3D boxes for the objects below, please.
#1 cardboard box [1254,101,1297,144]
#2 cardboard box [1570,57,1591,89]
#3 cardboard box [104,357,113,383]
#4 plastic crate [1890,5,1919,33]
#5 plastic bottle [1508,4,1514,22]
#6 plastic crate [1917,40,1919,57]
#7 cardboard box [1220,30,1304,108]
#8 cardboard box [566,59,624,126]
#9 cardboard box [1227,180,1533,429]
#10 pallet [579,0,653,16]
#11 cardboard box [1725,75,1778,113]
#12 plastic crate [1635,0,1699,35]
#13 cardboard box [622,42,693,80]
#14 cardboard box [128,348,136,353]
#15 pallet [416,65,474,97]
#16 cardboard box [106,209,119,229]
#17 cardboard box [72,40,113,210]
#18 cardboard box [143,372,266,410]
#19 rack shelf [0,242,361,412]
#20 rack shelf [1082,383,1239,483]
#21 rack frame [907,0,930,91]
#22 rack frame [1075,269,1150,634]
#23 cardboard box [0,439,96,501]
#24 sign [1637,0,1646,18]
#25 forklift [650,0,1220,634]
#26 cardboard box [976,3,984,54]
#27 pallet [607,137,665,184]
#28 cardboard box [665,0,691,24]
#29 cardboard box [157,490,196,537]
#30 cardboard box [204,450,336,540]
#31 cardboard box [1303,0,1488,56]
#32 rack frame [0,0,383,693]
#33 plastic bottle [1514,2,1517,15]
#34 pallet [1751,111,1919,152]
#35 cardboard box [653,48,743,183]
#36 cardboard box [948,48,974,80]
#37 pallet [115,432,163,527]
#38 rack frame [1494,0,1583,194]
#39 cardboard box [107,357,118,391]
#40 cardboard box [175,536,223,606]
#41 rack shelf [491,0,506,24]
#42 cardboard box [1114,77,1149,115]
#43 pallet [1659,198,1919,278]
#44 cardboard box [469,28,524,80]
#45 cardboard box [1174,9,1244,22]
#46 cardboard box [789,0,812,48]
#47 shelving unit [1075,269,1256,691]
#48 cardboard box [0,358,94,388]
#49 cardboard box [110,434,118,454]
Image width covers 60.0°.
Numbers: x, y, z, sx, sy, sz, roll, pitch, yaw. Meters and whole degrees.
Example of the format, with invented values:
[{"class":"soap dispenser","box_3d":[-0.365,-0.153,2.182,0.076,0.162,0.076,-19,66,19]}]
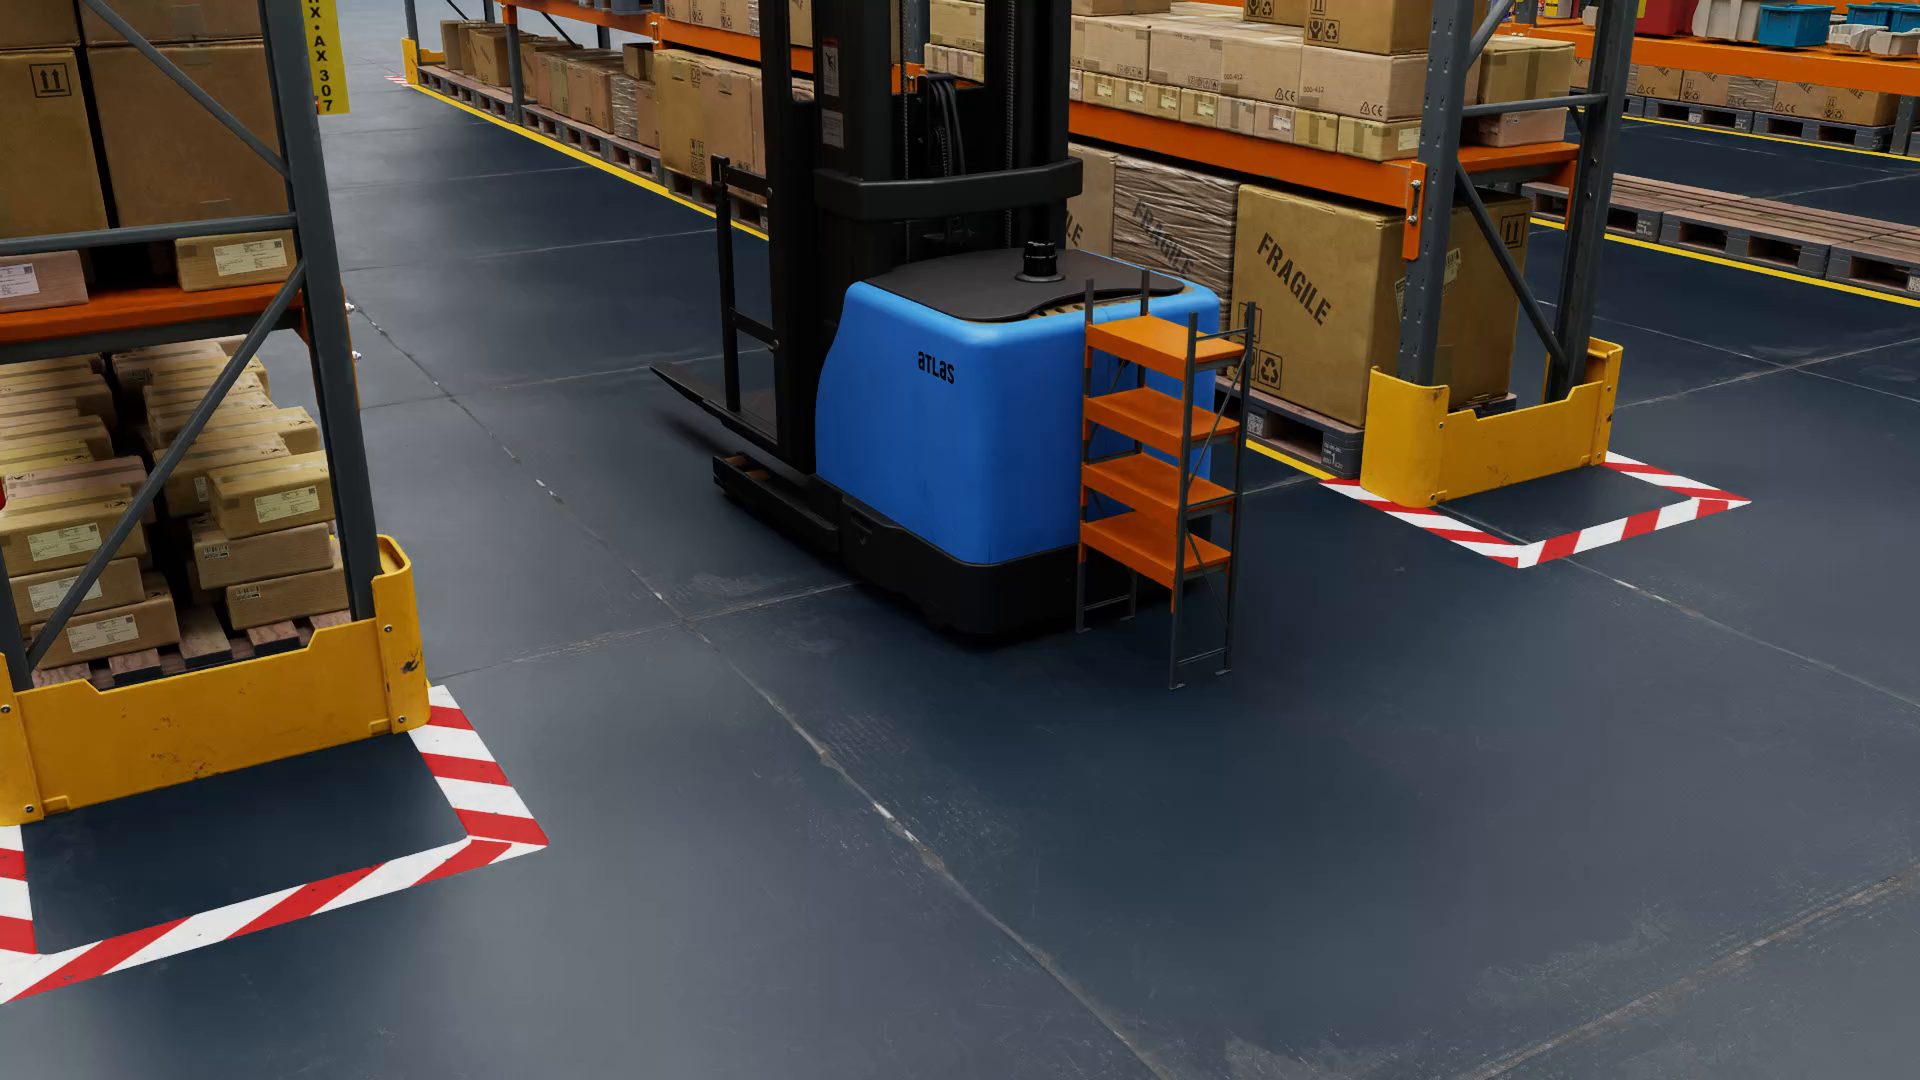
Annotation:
[{"class":"cardboard box","box_3d":[1.474,-1.782,7.046,0.380,0.149,0.250,-13,25,-28]},{"class":"cardboard box","box_3d":[6.620,-5.018,17.409,0.500,0.500,0.500,-11,25,-26]},{"class":"cardboard box","box_3d":[-3.604,-0.767,7.442,0.380,0.149,0.250,-12,25,-27]},{"class":"plastic crate","box_3d":[5.943,-3.153,10.228,0.416,0.233,0.300,-13,25,-28]},{"class":"plastic bottle","box_3d":[4.034,-3.932,12.265,0.097,0.201,0.097,0,22,0]},{"class":"plastic crate","box_3d":[5.751,-2.865,9.647,0.396,0.136,0.243,-13,25,-28]},{"class":"cardboard box","box_3d":[1.467,-2.019,7.100,0.500,0.250,0.500,-13,26,-29]},{"class":"cardboard box","box_3d":[-3.120,-4.069,15.075,0.700,0.500,0.500,-15,27,-33]},{"class":"cardboard box","box_3d":[1.805,-1.083,7.256,0.875,0.875,0.875,-13,25,-28]},{"class":"pallet","box_3d":[-2.341,-4.392,13.388,1.213,0.211,1.003,-13,25,-28]},{"class":"cardboard box","box_3d":[7.677,-4.354,15.776,0.500,0.500,0.500,-12,25,-28]},{"class":"plastic crate","box_3d":[4.656,-3.649,11.140,0.402,0.464,0.583,-13,25,-28]},{"class":"cardboard box","box_3d":[-2.533,-4.045,14.018,0.500,0.250,0.500,-10,24,-22]},{"class":"cardboard box","box_3d":[-3.171,-0.816,6.773,0.380,0.149,0.250,-14,26,-31]},{"class":"pallet","box_3d":[-5.549,-5.274,19.007,1.003,0.211,1.213,-13,25,-28]},{"class":"cardboard box","box_3d":[-2.506,-1.040,5.221,0.380,0.149,0.250,-11,25,-26]},{"class":"cardboard box","box_3d":[-2.402,-1.310,5.024,0.500,0.500,0.500,-13,25,-28]},{"class":"cardboard box","box_3d":[-2.684,-0.472,5.928,0.380,0.149,0.250,-12,25,-26]},{"class":"rack shelf","box_3d":[-3.136,-1.074,5.925,1.077,0.370,4.000,-13,25,-28]},{"class":"rack shelf","box_3d":[0.622,-0.336,5.130,0.258,0.148,0.480,-14,26,-30]},{"class":"rack frame","box_3d":[0.158,-2.976,9.649,1.000,3.000,0.127,-13,25,-28]},{"class":"rack frame","box_3d":[0.490,-0.268,5.378,0.240,1.200,0.015,-14,26,-30]},{"class":"cardboard box","box_3d":[-2.923,-0.183,5.217,0.380,0.149,0.250,-13,26,-29]},{"class":"sign","box_3d":[2.681,-2.223,6.543,0.100,0.325,0.005,-13,25,-28]},{"class":"forklift","box_3d":[-0.341,-1.557,6.249,1.130,2.935,3.031,-14,26,-30]},{"class":"cardboard box","box_3d":[0.422,-2.680,8.724,0.500,0.250,0.500,-13,25,-28]},{"class":"pallet","box_3d":[-2.283,-3.232,13.983,1.003,0.211,1.213,-13,25,-28]},{"class":"cardboard box","box_3d":[-1.871,-4.107,12.300,0.500,0.500,0.500,-12,25,-27]},{"class":"cardboard box","box_3d":[-2.454,-0.152,5.535,0.380,0.149,0.250,-12,25,-28]},{"class":"cardboard box","box_3d":[-2.090,-0.144,5.120,0.380,0.149,0.250,-14,26,-31]},{"class":"cardboard box","box_3d":[1.726,-2.204,6.558,0.500,0.500,0.500,-12,25,-28]},{"class":"rack frame","box_3d":[-2.115,-0.760,4.196,1.000,3.000,0.127,-13,25,-28]},{"class":"plastic bottle","box_3d":[4.320,-4.212,12.856,0.152,0.276,0.135,-13,25,-28]},{"class":"pallet","box_3d":[8.228,-3.844,15.489,1.003,0.211,1.213,-13,25,-28]},{"class":"cardboard box","box_3d":[-1.551,-3.253,12.596,1.225,0.875,0.875,-14,26,-31]},{"class":"cardboard box","box_3d":[0.157,-2.615,9.094,0.380,0.149,0.250,-14,26,-30]},{"class":"pallet","box_3d":[-3.157,-0.157,6.416,1.003,0.211,1.213,-13,25,-28]},{"class":"rack frame","box_3d":[4.416,-3.928,11.993,1.000,3.000,0.127,-13,25,-28]},{"class":"cardboard box","box_3d":[-3.379,-0.757,7.023,0.380,0.149,0.250,-12,25,-28]},{"class":"cardboard box","box_3d":[-2.311,0.066,5.393,0.380,0.149,0.250,-13,25,-28]},{"class":"rack shelf","box_3d":[-4.950,-5.880,17.748,1.077,0.370,4.000,-13,25,-28]},{"class":"cardboard box","box_3d":[0.955,-2.111,7.856,0.380,0.149,0.250,-12,25,-27]},{"class":"pallet","box_3d":[5.452,-2.011,10.978,1.003,0.211,1.213,-13,25,-28]},{"class":"cardboard box","box_3d":[-5.029,-5.298,18.125,0.500,0.500,0.500,-10,24,-23]},{"class":"cardboard box","box_3d":[1.392,-2.455,8.171,0.500,0.250,0.500,-13,26,-29]},{"class":"cardboard box","box_3d":[-0.836,-3.450,10.683,0.500,0.500,0.500,-13,25,-29]},{"class":"shelving unit","box_3d":[0.622,-0.191,5.188,0.258,1.200,0.503,-14,26,-30]},{"class":"cardboard box","box_3d":[-3.384,-0.542,6.099,0.380,0.149,0.250,-12,25,-28]},{"class":"cardboard box","box_3d":[-3.350,-0.266,6.211,0.380,0.149,0.250,-12,25,-27]}]
